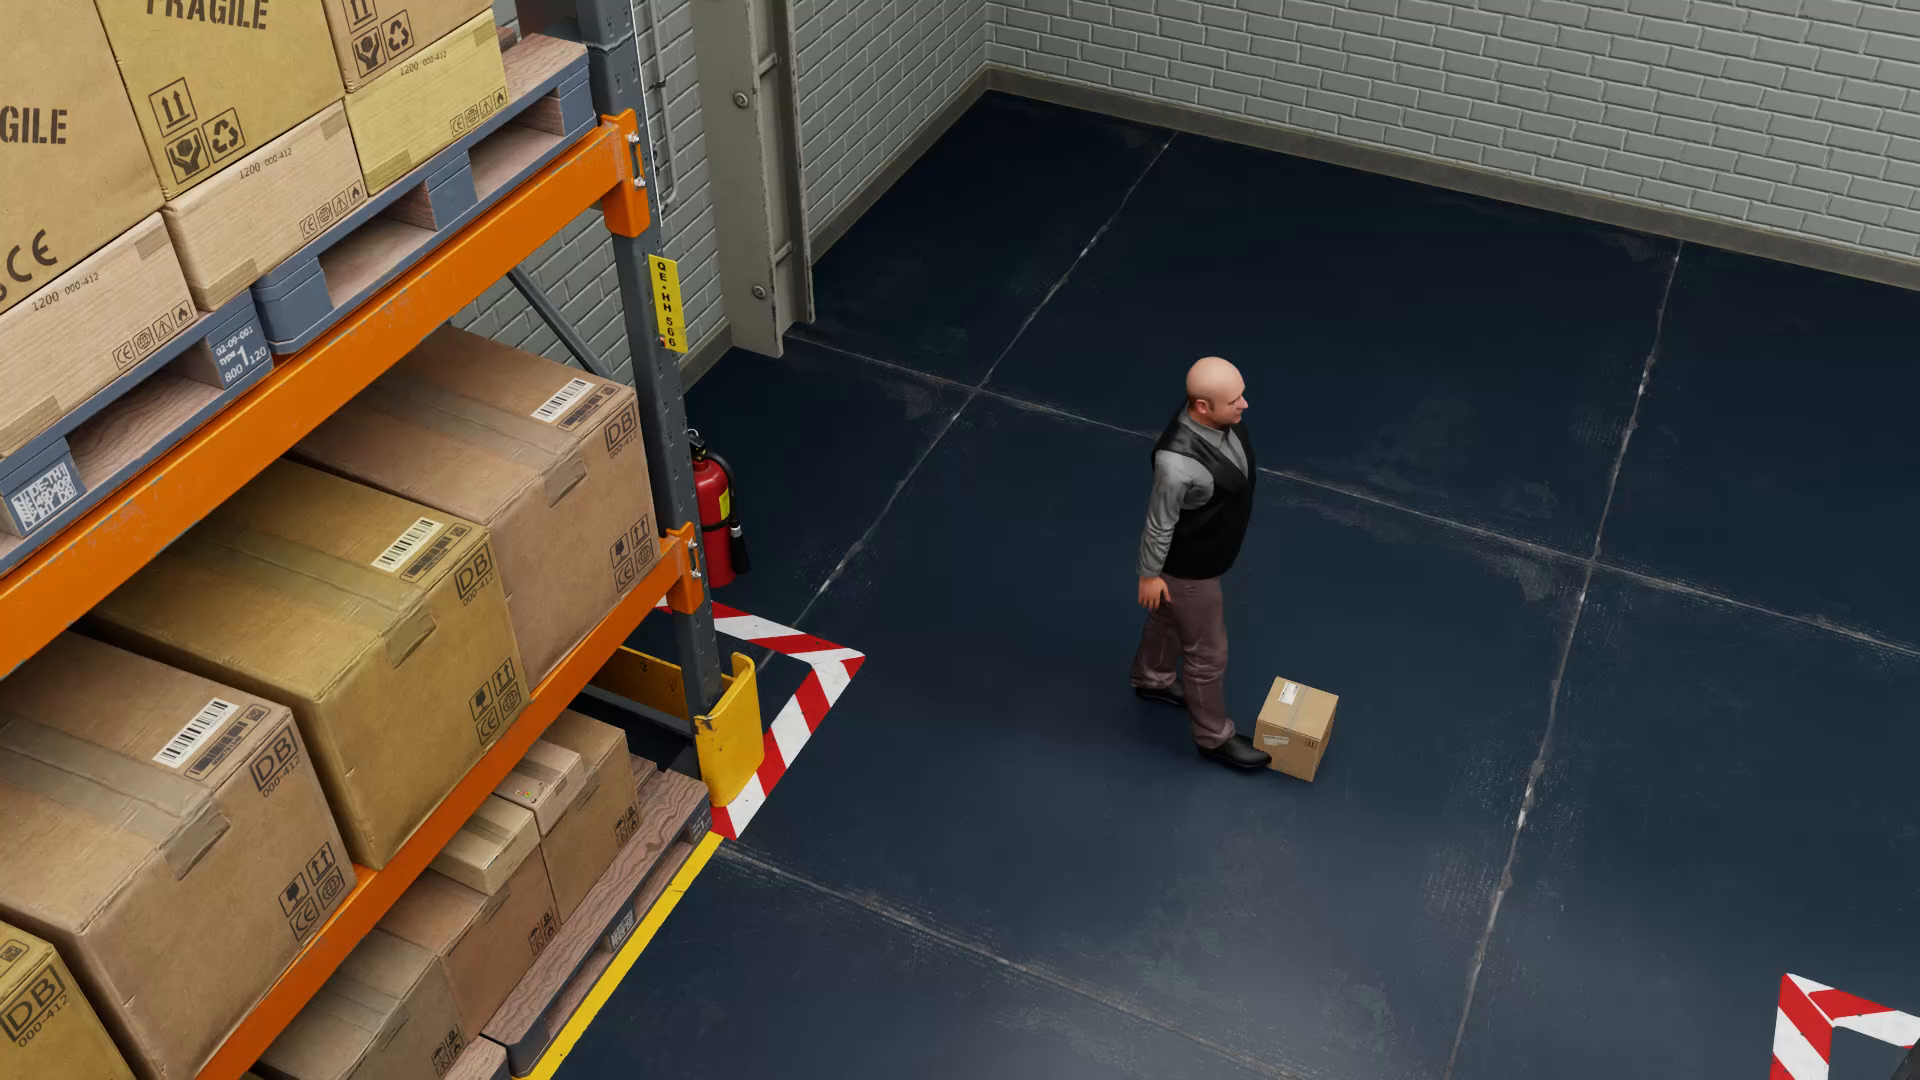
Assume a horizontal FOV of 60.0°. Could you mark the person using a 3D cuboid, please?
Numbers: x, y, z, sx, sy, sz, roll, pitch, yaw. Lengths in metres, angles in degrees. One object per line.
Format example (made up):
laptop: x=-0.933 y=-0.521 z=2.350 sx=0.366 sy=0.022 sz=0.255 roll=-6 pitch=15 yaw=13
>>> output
person: x=0.974 y=0.055 z=6.105 sx=0.636 sy=1.714 sz=0.553 roll=14 pitch=44 yaw=15
